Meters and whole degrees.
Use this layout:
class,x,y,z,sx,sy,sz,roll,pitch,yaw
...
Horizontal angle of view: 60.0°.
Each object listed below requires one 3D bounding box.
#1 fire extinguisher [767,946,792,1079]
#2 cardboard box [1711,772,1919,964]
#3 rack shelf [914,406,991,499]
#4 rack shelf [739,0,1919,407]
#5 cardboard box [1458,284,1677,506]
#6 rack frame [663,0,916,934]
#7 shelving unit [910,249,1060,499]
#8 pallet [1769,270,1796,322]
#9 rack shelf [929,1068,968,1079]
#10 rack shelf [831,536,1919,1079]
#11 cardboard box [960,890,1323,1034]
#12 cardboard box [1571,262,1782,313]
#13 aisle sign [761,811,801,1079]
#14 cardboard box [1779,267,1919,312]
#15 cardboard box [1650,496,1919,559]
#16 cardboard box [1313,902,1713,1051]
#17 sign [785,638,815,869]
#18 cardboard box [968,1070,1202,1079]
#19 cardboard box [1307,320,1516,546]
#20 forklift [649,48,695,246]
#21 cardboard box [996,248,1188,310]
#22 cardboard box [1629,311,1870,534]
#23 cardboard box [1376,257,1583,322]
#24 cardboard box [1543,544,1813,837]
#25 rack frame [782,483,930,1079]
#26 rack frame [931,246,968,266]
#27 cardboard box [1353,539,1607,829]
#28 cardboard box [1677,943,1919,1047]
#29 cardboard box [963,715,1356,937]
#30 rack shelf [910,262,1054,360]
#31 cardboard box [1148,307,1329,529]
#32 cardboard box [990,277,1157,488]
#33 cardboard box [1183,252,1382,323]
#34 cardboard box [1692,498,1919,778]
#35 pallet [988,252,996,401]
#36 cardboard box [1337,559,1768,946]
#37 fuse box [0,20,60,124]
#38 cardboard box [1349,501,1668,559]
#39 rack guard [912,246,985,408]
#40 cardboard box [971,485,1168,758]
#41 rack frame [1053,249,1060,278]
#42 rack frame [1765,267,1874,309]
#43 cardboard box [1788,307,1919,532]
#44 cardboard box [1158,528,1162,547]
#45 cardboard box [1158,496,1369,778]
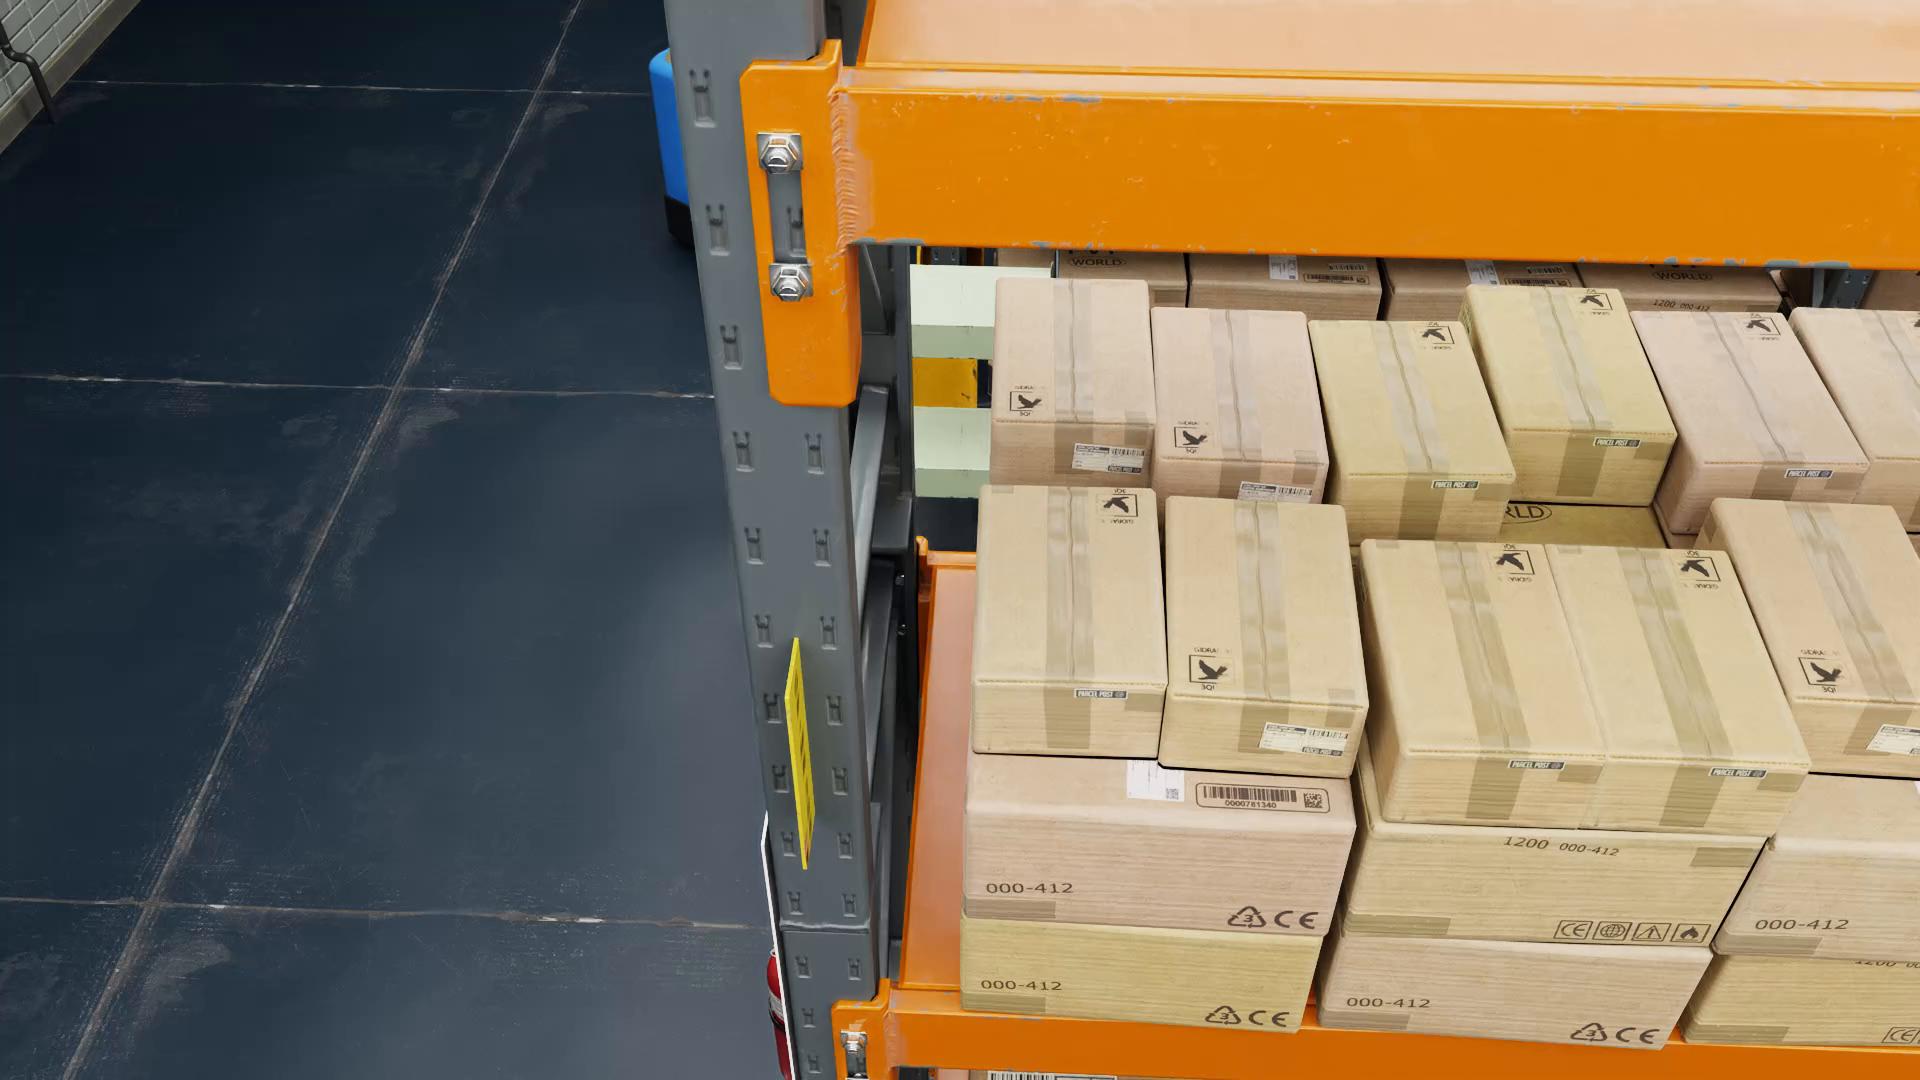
class,x,y,z,sx,sy,sz,roll,pitch,yaw
fire extinguisher,-0.399,1.152,4.228,0.183,0.674,0.296,2,43,2
cardboard box,1.285,0.313,2.341,0.500,0.250,0.500,2,43,2
rack shelf,0.007,-0.310,7.046,0.720,0.370,0.431,2,43,2
rack shelf,1.830,-0.560,1.864,4.000,0.370,1.077,2,43,2
cardboard box,0.945,-0.236,2.638,0.250,0.149,0.380,2,43,3
rack frame,-0.168,-0.885,1.684,0.127,3.000,1.000,2,43,2
shelving unit,0.007,-0.549,6.824,0.755,1.500,0.431,2,43,2
pallet,4.724,-0.949,8.199,1.213,0.211,1.003,2,43,2
rack shelf,1.830,1.634,3.908,4.000,0.370,1.077,2,43,2
rack shelf,1.830,0.537,2.886,4.000,0.370,1.077,2,43,2
cardboard box,0.269,0.455,2.556,0.500,0.250,0.500,3,43,3
cardboard box,3.328,-1.250,8.048,0.875,0.438,0.875,1,43,1
aisle sign,-0.254,0.560,2.626,0.004,0.787,0.394,2,43,2
cardboard box,4.573,-1.353,7.838,0.875,0.875,0.875,3,43,3
cardboard box,1.326,-0.043,2.723,0.500,0.250,0.500,2,43,3
cardboard box,0.795,0.474,2.535,0.500,0.250,0.500,3,43,3
sign,-0.192,0.262,2.012,0.005,0.325,0.100,2,43,2
cardboard box,0.269,0.993,3.044,0.500,0.500,0.500,2,43,2
cardboard box,0.676,-0.170,2.567,0.250,0.149,0.380,1,43,1
forklift,-0.279,-3.293,8.721,1.130,2.935,3.031,28,50,27
cardboard box,0.618,-1.328,8.132,0.875,0.438,0.875,0,43,0
cardboard box,1.195,-0.187,2.585,0.250,0.149,0.380,1,43,1
cardboard box,2.433,-1.277,8.077,0.875,0.438,0.875,1,43,1
cardboard box,0.910,0.189,2.182,0.250,0.149,0.380,2,43,2
rack frame,-0.168,1.310,3.729,0.127,3.000,1.000,2,43,2
rack frame,-0.046,-2.064,7.350,0.127,3.000,1.000,2,43,2
cardboard box,0.667,0.181,2.190,0.250,0.149,0.380,2,43,2
cardboard box,1.310,0.481,2.528,0.500,0.250,0.500,0,43,1
cardboard box,0.269,0.275,2.382,0.500,0.250,0.500,2,43,3
rack shelf,0.007,-0.834,6.558,0.720,0.370,0.431,2,43,2
cardboard box,0.420,-0.192,2.591,0.250,0.149,0.380,2,43,3
cardboard box,0.178,-0.252,2.655,0.250,0.149,0.380,1,43,2
cardboard box,1.533,-1.306,8.108,0.875,0.438,0.875,3,43,3
cardboard box,1.172,0.125,2.250,0.250,0.149,0.380,3,43,3
pallet,0.757,-1.072,8.332,1.213,0.211,1.003,2,43,2
cardboard box,0.781,0.290,2.366,0.500,0.250,0.500,1,43,1
fuse box,-5.439,-3.176,9.489,0.414,1.711,0.539,2,43,2
cardboard box,0.815,-0.060,2.742,0.500,0.250,0.500,1,43,1
rack guard,-0.070,-1.150,8.203,0.348,0.500,1.175,2,43,2
cardboard box,0.146,0.103,2.274,0.250,0.149,0.380,1,43,2
rack frame,0.372,-0.537,6.812,0.023,1.500,0.400,2,43,2
rack frame,3.950,-1.941,7.219,0.127,3.000,1.000,2,43,2
cardboard box,1.456,-0.191,2.590,0.250,0.149,0.380,3,43,3
cardboard box,0.304,-0.075,2.758,0.500,0.250,0.500,1,43,1
cardboard box,0.399,0.123,2.253,0.250,0.149,0.380,3,43,4
